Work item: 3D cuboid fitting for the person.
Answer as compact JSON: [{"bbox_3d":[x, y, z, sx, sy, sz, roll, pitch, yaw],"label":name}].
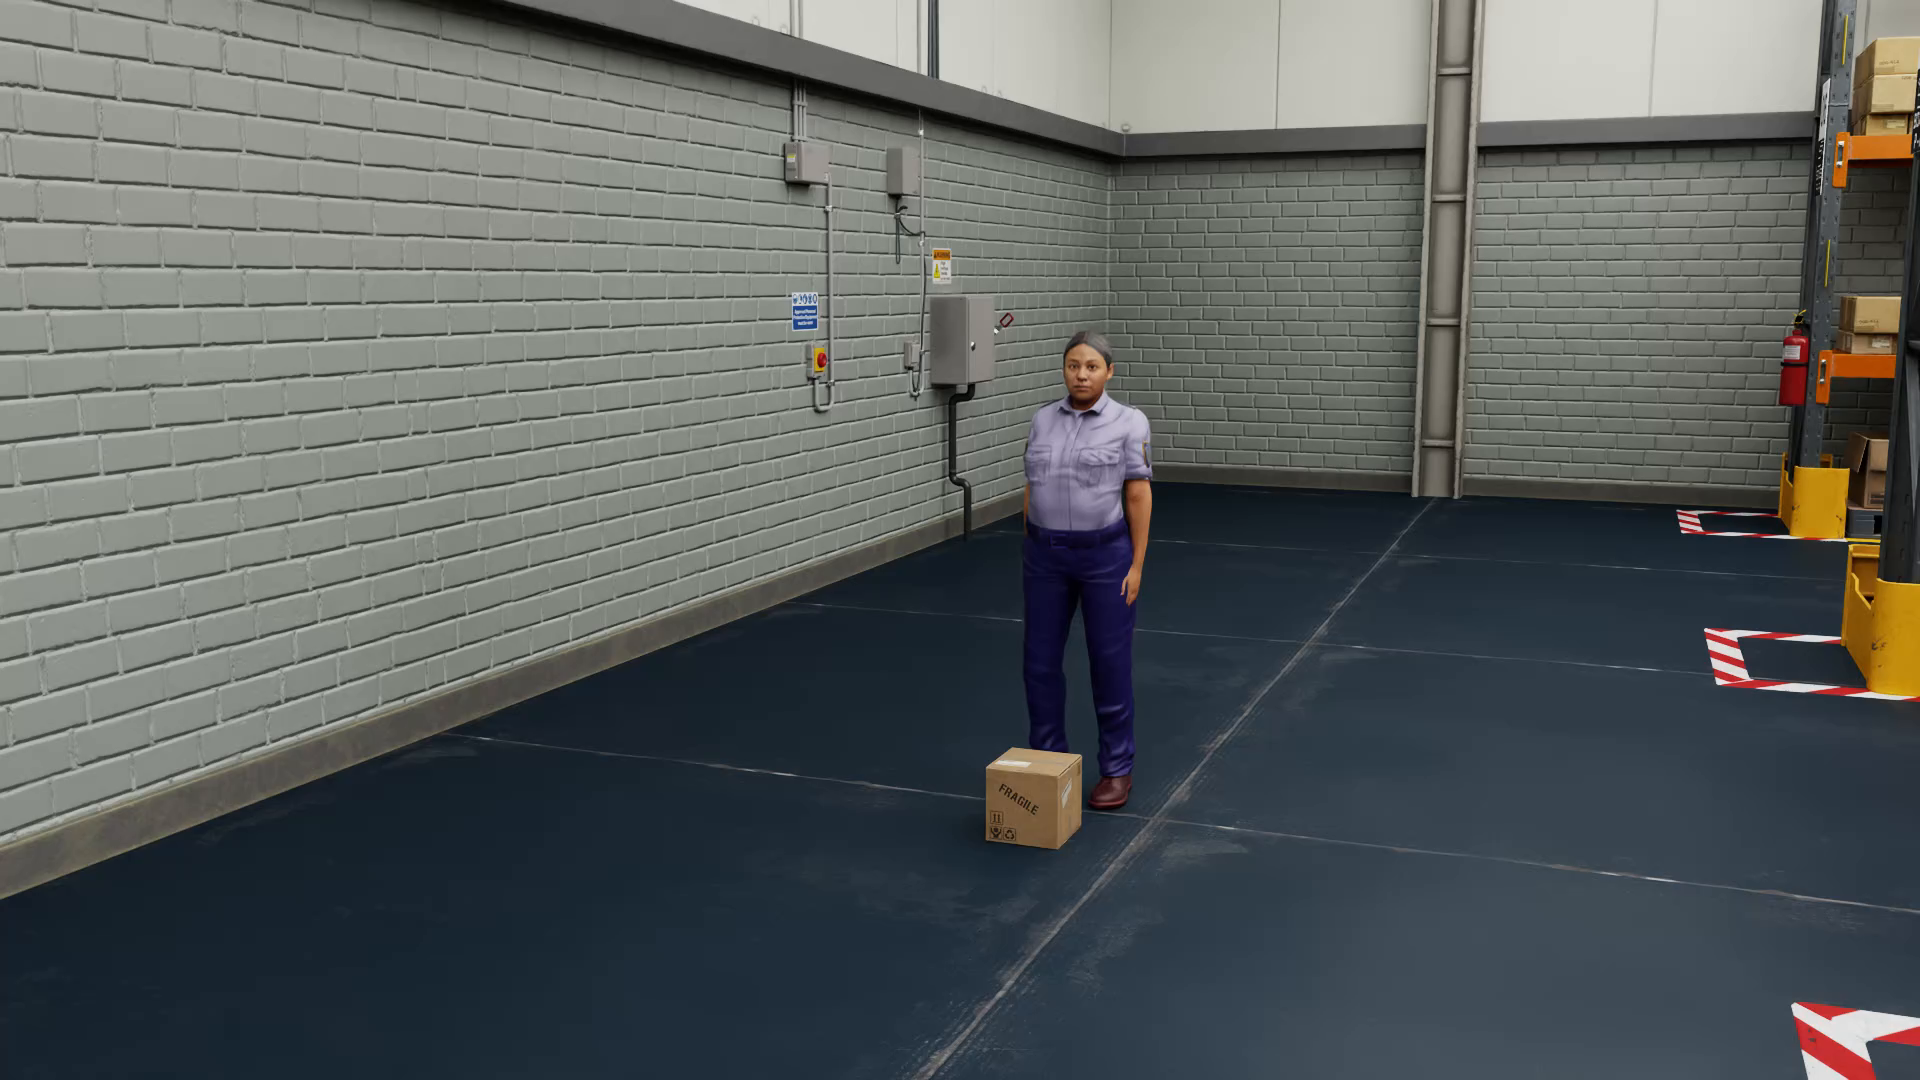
[{"bbox_3d":[0.431,0.097,5.801,0.467,1.646,0.343,4,10,23],"label":"person"}]
